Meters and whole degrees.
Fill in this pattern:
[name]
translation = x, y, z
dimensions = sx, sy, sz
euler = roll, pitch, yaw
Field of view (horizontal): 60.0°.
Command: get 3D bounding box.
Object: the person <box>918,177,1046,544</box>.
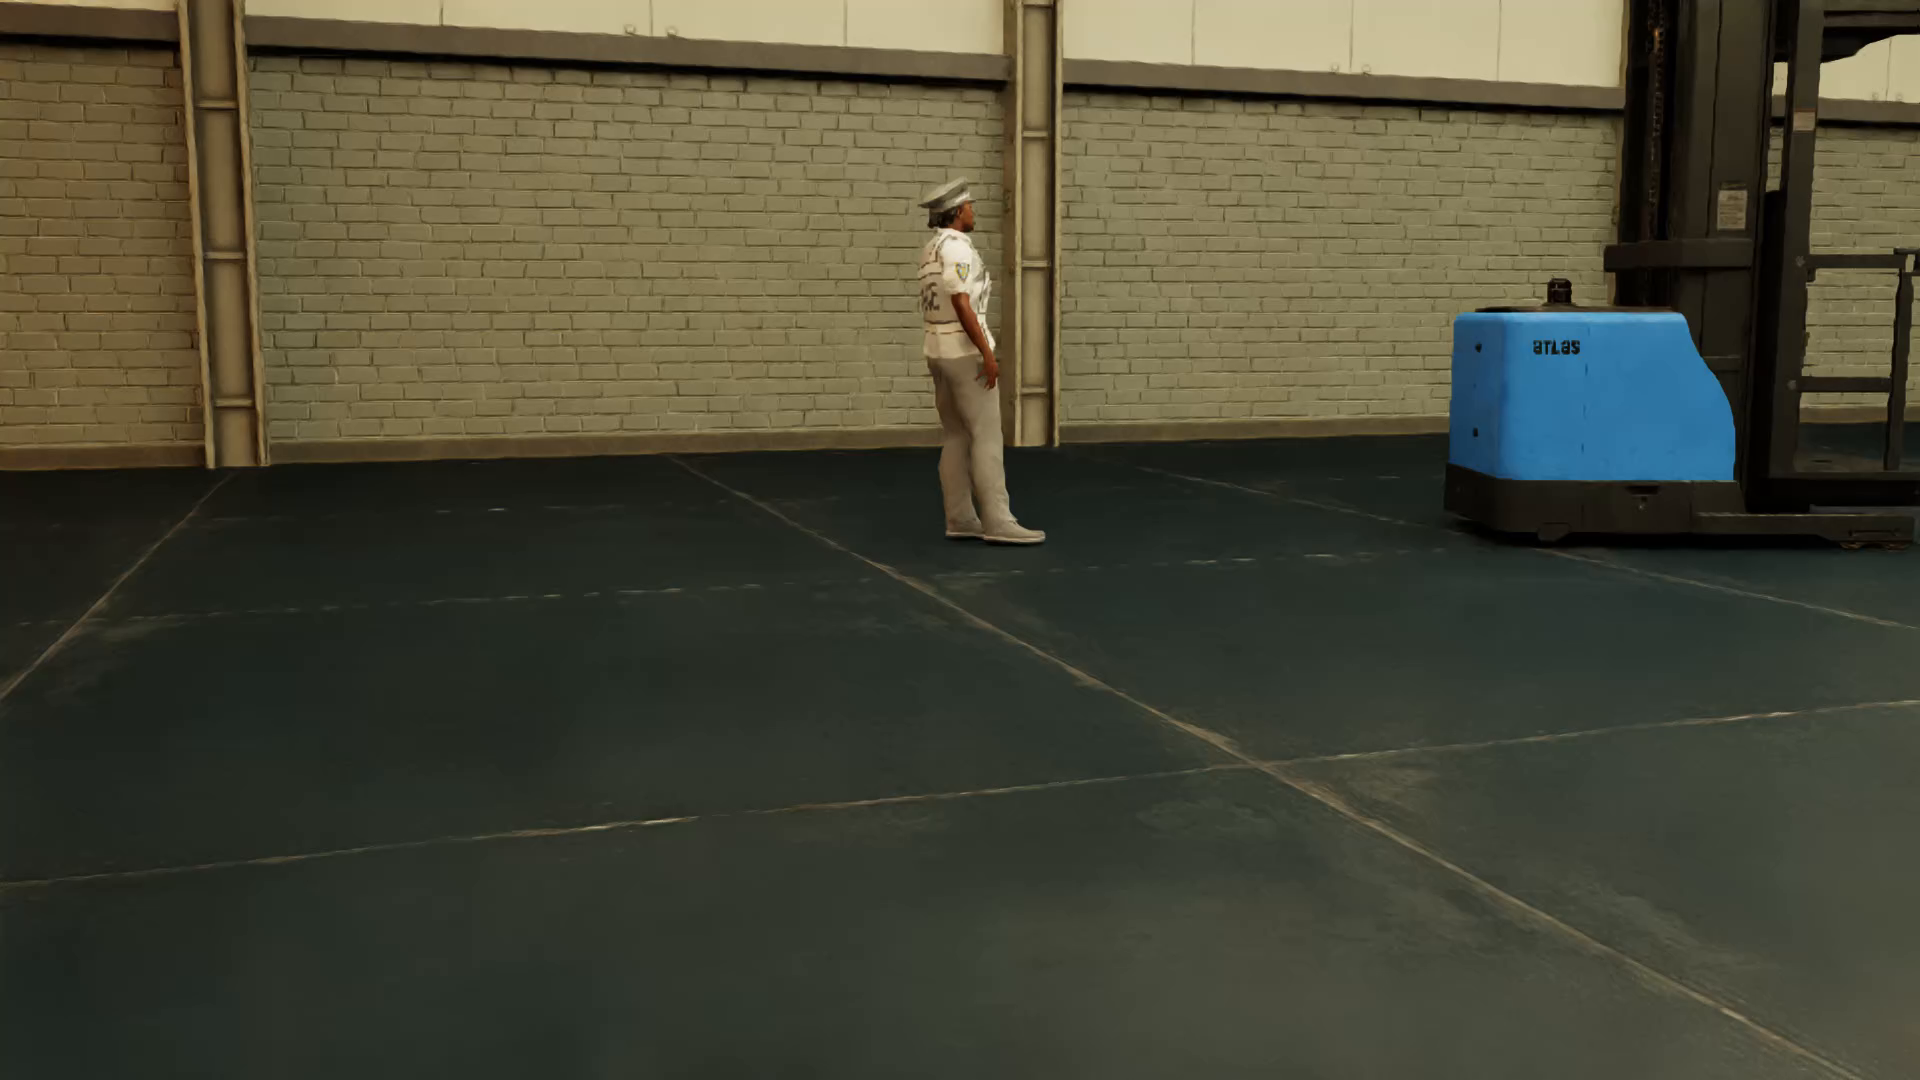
[person]
translation = 0.077, -0.848, 7.814
dimensions = 0.529, 1.695, 0.570
euler = -3, 8, -18

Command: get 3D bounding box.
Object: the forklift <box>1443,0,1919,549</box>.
[forklift]
translation = 4.003, -1.482, 7.943
dimensions = 3.031, 2.935, 1.130
euler = 0, 8, 1
